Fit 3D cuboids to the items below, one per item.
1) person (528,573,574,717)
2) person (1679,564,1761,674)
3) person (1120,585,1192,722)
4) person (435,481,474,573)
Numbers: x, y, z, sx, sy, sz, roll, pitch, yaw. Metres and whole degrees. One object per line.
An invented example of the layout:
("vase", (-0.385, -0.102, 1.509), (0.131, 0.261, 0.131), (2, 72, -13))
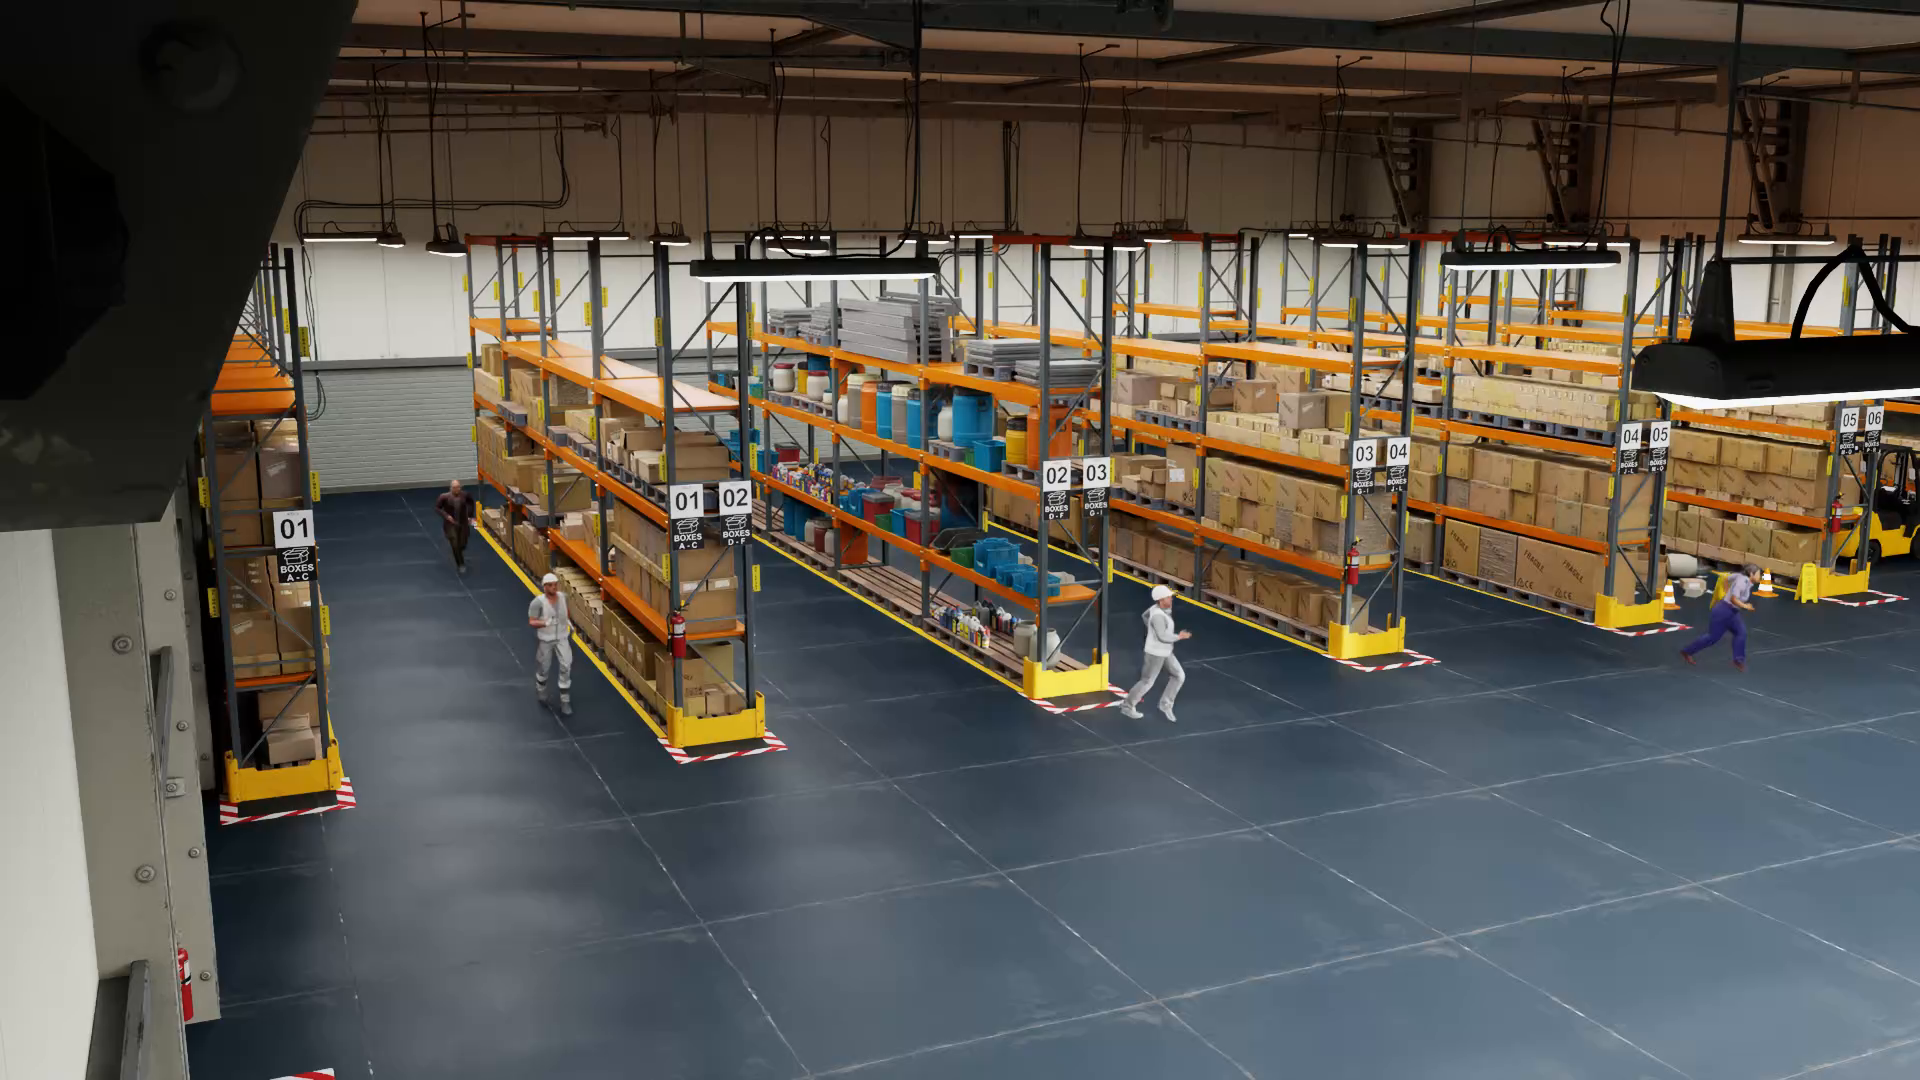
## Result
("person", (-5.291, 1.309, 21.567), (0.652, 1.825, 0.905), (-7, 13, -31))
("person", (10.743, 1.096, 23.527), (0.962, 1.613, 0.648), (5, 12, 23))
("person", (2.500, 1.444, 21.058), (0.879, 1.807, 0.659), (3, 11, 15))
("person", (-9.130, -0.264, 30.113), (0.704, 1.714, 0.799), (-5, 12, -22))
